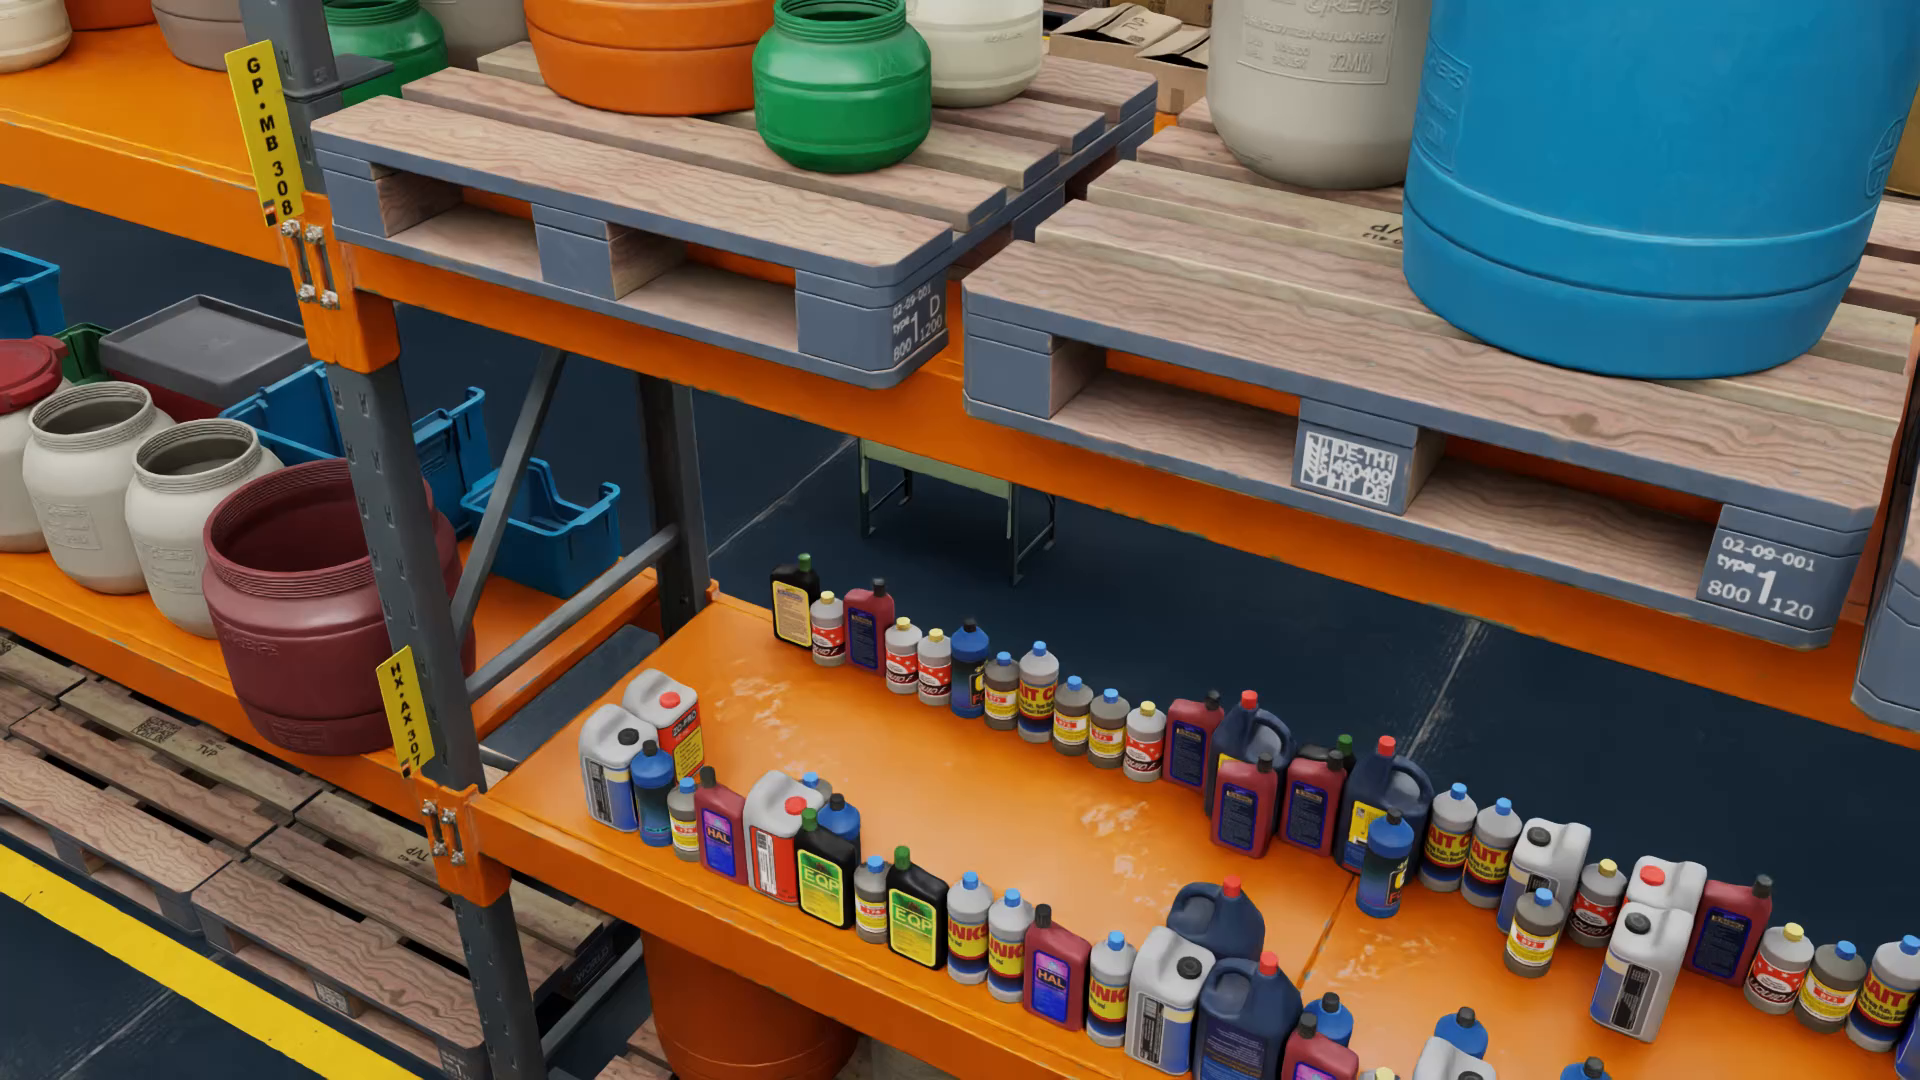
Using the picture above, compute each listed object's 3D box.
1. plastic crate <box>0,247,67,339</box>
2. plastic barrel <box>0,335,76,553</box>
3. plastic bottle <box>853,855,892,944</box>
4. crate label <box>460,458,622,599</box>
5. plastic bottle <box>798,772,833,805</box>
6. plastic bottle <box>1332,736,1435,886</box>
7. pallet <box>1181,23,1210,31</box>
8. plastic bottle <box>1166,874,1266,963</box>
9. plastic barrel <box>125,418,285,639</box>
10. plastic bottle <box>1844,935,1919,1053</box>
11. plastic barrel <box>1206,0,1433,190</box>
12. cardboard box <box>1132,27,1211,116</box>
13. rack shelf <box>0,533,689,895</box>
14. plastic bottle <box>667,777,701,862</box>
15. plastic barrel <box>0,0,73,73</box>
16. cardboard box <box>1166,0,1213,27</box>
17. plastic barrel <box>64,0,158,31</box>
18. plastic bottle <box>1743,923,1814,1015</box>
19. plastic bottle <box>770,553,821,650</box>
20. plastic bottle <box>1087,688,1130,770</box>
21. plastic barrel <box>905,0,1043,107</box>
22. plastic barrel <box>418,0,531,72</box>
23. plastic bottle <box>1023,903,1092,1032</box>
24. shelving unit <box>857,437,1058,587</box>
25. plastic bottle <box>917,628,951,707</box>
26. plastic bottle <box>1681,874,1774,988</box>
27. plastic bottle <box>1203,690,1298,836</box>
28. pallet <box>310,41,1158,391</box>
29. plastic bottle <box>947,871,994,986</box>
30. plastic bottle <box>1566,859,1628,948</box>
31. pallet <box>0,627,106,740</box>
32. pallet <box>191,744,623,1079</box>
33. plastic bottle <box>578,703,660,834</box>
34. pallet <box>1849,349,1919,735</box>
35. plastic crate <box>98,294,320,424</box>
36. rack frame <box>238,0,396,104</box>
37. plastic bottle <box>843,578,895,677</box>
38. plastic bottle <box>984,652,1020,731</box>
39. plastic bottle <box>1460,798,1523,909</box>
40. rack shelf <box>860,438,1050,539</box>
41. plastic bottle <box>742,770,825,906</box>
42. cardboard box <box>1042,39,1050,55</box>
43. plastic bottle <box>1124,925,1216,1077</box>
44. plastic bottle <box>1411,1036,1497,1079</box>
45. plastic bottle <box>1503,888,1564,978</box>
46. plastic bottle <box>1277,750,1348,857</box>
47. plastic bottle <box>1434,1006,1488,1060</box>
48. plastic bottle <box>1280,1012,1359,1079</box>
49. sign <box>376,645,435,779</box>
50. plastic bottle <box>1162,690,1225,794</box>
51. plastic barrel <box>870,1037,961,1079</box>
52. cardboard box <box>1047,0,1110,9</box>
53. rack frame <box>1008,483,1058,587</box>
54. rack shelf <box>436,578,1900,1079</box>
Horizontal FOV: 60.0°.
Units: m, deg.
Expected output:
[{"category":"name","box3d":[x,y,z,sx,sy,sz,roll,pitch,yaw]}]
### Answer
[{"category":"plastic crate","box3d":[-3.360,-0.743,5.673,0.575,0.384,0.392,18,37,24]},{"category":"plastic barrel","box3d":[-2.738,-0.270,4.827,0.433,0.535,0.433,0,34,0]},{"category":"plastic bottle","box3d":[-0.179,0.763,3.577,0.097,0.201,0.097,0,34,0]},{"category":"crate label","box3d":[-1.179,-0.030,4.739,0.416,0.233,0.303,18,37,24]},{"category":"plastic bottle","box3d":[-0.336,0.616,3.797,0.097,0.201,0.097,0,34,0]},{"category":"plastic bottle","box3d":[0.950,0.589,3.703,0.185,0.351,0.144,18,37,24]},{"category":"pallet","box3d":[2.184,-3.961,13.009,1.213,0.211,1.003,18,37,24]},{"category":"plastic bottle","box3d":[0.516,0.809,3.373,0.185,0.351,0.144,18,37,24]},{"category":"plastic barrel","box3d":[-1.998,-0.030,4.487,0.421,0.512,0.421,0,34,0]},{"category":"plastic bottle","box3d":[1.856,0.894,3.317,0.097,0.271,0.097,0,34,0]},{"category":"plastic barrel","box3d":[0.615,-0.868,2.639,0.433,0.535,0.433,0,34,0]},{"category":"cardboard box","box3d":[1.168,-2.270,8.032,0.500,0.311,0.500,20,39,27]},{"category":"rack shelf","box3d":[-2.736,-0.054,5.273,4.000,0.370,1.077,18,37,24]},{"category":"plastic bottle","box3d":[-0.612,0.626,3.783,0.097,0.201,0.097,0,34,0]},{"category":"plastic barrel","box3d":[-2.219,-1.231,3.811,0.301,0.262,0.301,0,34,0]},{"category":"cardboard box","box3d":[1.987,-4.341,12.921,0.500,0.500,0.700,18,38,25]},{"category":"plastic barrel","box3d":[-2.172,-1.740,4.064,0.708,0.830,0.600,18,37,24]},{"category":"plastic bottle","box3d":[1.687,0.870,3.417,0.097,0.201,0.097,0,34,0]},{"category":"plastic bottle","box3d":[-0.436,0.152,4.421,0.133,0.283,0.061,18,37,24]},{"category":"plastic bottle","box3d":[0.362,0.450,4.047,0.097,0.201,0.097,0,34,0]},{"category":"plastic barrel","box3d":[0.004,-0.944,3.001,0.301,0.262,0.301,0,34,0]},{"category":"plastic barrel","box3d":[-1.117,-1.331,3.735,0.421,0.512,0.421,0,34,0]},{"category":"plastic bottle","box3d":[0.197,0.860,3.358,0.133,0.283,0.061,18,37,24]},{"category":"shelving unit","box3d":[-0.006,-0.626,6.837,0.755,1.500,0.431,18,37,24]},{"category":"plastic bottle","box3d":[-0.060,0.316,4.248,0.097,0.201,0.097,0,34,0]},{"category":"plastic bottle","box3d":[1.596,0.795,3.455,0.133,0.283,0.061,18,37,24]},{"category":"plastic bottle","box3d":[0.674,0.502,3.835,0.185,0.351,0.144,18,37,24]},{"category":"pallet","box3d":[-0.384,-0.715,3.082,1.213,0.211,1.003,18,37,24]},{"category":"plastic bottle","box3d":[0.021,0.798,3.462,0.097,0.271,0.097,0,34,0]},{"category":"plastic bottle","box3d":[1.370,0.769,3.567,0.097,0.201,0.097,0,34,0]},{"category":"pallet","box3d":[-3.771,0.455,6.376,1.213,0.211,1.003,18,37,24]},{"category":"pallet","box3d":[-1.652,1.126,5.369,1.213,0.211,1.003,18,37,24]},{"category":"plastic bottle","box3d":[-0.784,0.523,3.870,0.135,0.276,0.152,18,37,24]},{"category":"pallet","box3d":[1.745,-0.041,2.070,1.003,0.211,1.213,18,37,24]},{"category":"plastic crate","box3d":[-2.250,-0.421,5.119,0.583,0.464,0.402,18,37,24]},{"category":"rack frame","box3d":[-0.999,-2.300,2.585,0.127,3.000,1.000,18,37,24]},{"category":"plastic bottle","box3d":[-0.236,0.215,4.326,0.133,0.283,0.061,18,37,24]},{"category":"plastic bottle","box3d":[0.109,0.370,4.167,0.097,0.201,0.097,0,34,0]},{"category":"plastic bottle","box3d":[1.169,0.677,3.644,0.097,0.271,0.097,0,34,0]},{"category":"rack shelf","box3d":[-0.006,-0.355,7.018,0.720,0.370,0.431,18,37,24]},{"category":"plastic bottle","box3d":[-0.382,0.650,3.679,0.135,0.276,0.152,18,37,24]},{"category":"cardboard box","box3d":[0.327,-2.405,8.381,0.250,0.149,0.380,21,39,28]},{"category":"plastic bottle","box3d":[0.420,0.905,3.297,0.135,0.276,0.152,18,37,24]},{"category":"plastic bottle","box3d":[0.898,1.056,3.070,0.135,0.276,0.152,18,37,24]},{"category":"plastic bottle","box3d":[1.210,0.816,3.498,0.097,0.201,0.097,0,34,0]},{"category":"plastic bottle","box3d":[0.802,0.583,3.774,0.133,0.283,0.061,18,37,24]},{"category":"plastic bottle","box3d":[0.944,0.993,3.169,0.097,0.271,0.097,0,34,0]},{"category":"plastic bottle","box3d":[0.674,1.011,3.130,0.133,0.283,0.061,18,37,24]},{"category":"sign","box3d":[-1.266,0.396,3.802,0.005,0.325,0.100,18,37,24]},{"category":"plastic bottle","box3d":[0.556,0.466,3.949,0.133,0.283,0.061,18,37,24]},{"category":"plastic barrel","box3d":[-0.031,1.296,4.463,0.421,0.512,0.421,0,34,0]},{"category":"cardboard box","box3d":[1.091,-4.619,13.338,0.500,0.500,0.700,19,38,26]},{"category":"rack frame","box3d":[0.312,-0.525,6.686,0.023,1.500,0.400,18,37,24]},{"category":"rack shelf","box3d":[0.737,1.046,3.621,4.000,0.370,1.077,18,37,24]}]
